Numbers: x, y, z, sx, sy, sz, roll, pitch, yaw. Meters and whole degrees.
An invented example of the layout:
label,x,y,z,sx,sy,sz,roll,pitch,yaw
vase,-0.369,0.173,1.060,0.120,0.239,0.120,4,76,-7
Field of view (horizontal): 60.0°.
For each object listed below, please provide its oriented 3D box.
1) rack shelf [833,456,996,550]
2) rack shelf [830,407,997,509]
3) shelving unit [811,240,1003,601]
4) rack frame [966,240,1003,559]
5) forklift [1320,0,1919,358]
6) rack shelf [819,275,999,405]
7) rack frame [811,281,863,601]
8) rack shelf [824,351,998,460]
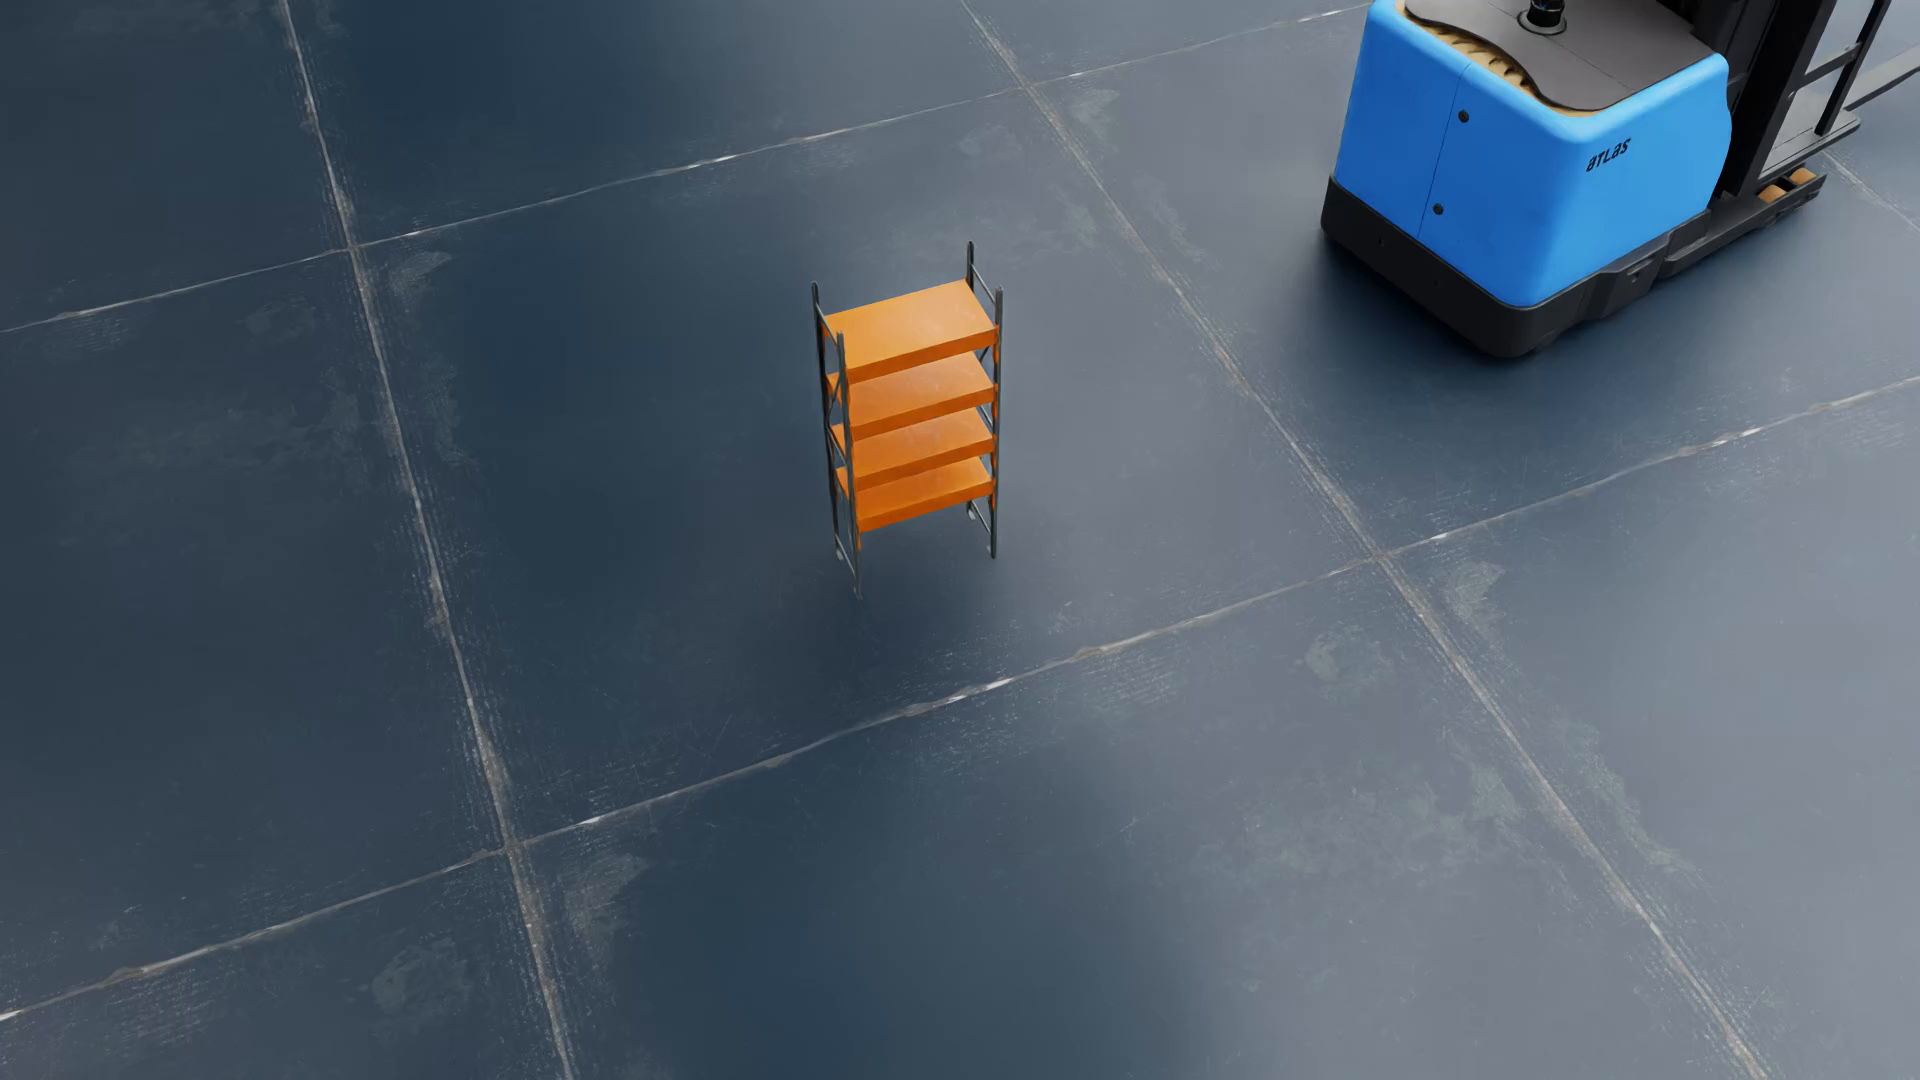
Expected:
label,x,y,z,sx,sy,sz,roll,pitch,yaw
rack shelf,-0.153,-0.170,5.456,0.480,0.148,0.258,-17,52,-14
rack shelf,-0.153,-0.300,5.305,0.480,0.148,0.258,-17,52,-14
shelving unit,-0.153,-0.343,5.254,0.503,1.200,0.258,-17,52,-14
rack frame,0.073,-0.413,5.314,0.015,1.200,0.240,-17,52,-14
forklift,2.962,-2.548,6.006,3.031,2.935,1.130,-28,55,-22
rack shelf,-0.153,-0.599,4.956,0.480,0.148,0.258,-17,52,-14
rack frame,-0.379,-0.273,5.194,0.015,1.200,0.240,-17,52,-14
rack shelf,-0.153,-0.445,5.135,0.480,0.148,0.258,-17,52,-14
